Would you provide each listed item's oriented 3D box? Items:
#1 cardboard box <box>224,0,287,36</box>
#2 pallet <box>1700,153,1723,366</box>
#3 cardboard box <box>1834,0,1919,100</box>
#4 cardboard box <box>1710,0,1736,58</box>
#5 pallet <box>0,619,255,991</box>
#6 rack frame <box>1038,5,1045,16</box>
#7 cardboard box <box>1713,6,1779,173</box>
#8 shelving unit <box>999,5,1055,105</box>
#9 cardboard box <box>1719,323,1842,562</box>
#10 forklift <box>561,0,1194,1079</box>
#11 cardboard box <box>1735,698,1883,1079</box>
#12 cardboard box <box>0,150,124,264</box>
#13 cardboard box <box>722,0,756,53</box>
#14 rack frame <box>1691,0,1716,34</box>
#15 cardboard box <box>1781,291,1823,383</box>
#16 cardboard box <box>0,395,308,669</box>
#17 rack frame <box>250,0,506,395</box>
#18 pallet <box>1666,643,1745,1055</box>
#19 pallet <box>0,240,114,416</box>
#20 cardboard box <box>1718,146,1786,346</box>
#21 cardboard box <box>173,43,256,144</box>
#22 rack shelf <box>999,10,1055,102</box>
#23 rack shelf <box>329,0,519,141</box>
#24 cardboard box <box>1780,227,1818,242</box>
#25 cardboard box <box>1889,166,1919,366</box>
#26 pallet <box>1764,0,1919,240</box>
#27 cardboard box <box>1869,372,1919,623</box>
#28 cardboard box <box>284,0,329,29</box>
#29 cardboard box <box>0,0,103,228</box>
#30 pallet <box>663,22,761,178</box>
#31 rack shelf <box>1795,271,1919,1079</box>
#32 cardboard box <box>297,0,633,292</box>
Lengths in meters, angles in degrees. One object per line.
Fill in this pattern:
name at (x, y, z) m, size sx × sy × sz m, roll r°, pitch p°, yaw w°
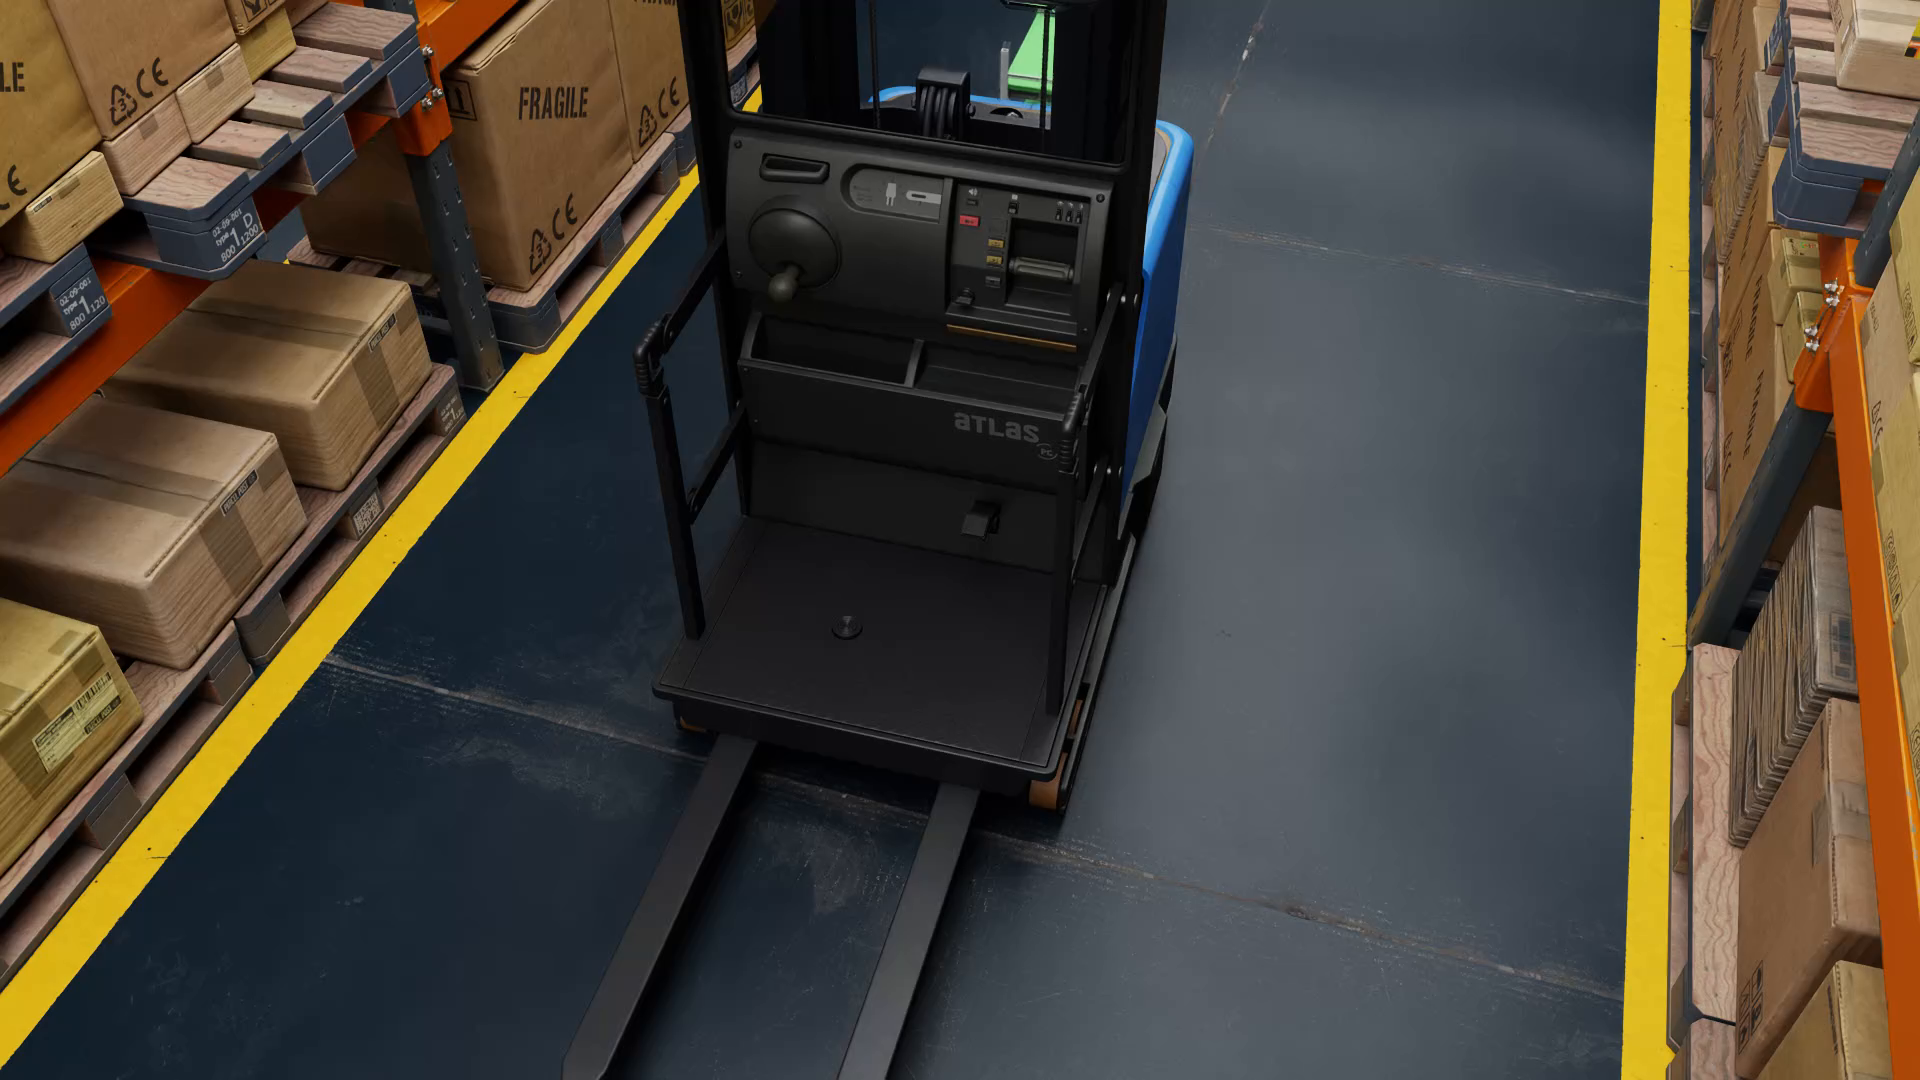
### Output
cardboard box at (-1.965, -1.653, 4.210) m, size 0.500 × 0.500 × 0.500 m, roll 11°, pitch 46°, yaw 11°
pallet at (3.273, -0.978, 6.098) m, size 1.003 × 0.211 × 1.213 m, roll 13°, pitch 46°, yaw 13°
cardboard box at (2.473, -1.254, 4.266) m, size 0.380 × 0.149 × 0.250 m, roll 13°, pitch 46°, yaw 13°
cardboard box at (3.490, -2.322, 6.965) m, size 0.500 × 0.500 × 0.500 m, roll 14°, pitch 46°, yaw 14°
pallet at (-2.701, 0.605, 4.481) m, size 1.003 × 0.211 × 1.213 m, roll 13°, pitch 46°, yaw 13°
rack frame at (0.374, -1.374, 5.796) m, size 0.240 × 1.200 × 0.015 m, roll 11°, pitch 45°, yaw 11°
cardboard box at (3.183, -1.633, 6.262) m, size 0.500 × 0.500 × 0.500 m, roll 11°, pitch 45°, yaw 11°
shelving unit at (0.309, -1.209, 5.628) m, size 0.258 × 1.200 × 0.503 m, roll 11°, pitch 45°, yaw 11°
cardboard box at (2.563, -0.258, 4.856) m, size 0.500 × 0.500 × 0.500 m, roll 14°, pitch 46°, yaw 14°
forklift at (-0.165, -0.628, 3.796) m, size 1.130 × 2.935 × 3.031 m, roll 11°, pitch 45°, yaw 11°
cardboard box at (2.248, 0.875, 3.609) m, size 0.875 × 0.625 × 0.625 m, roll 14°, pitch 46°, yaw 14°
cardboard box at (-2.167, -0.791, 3.793) m, size 0.380 × 0.149 × 0.250 m, roll 13°, pitch 46°, yaw 13°
cardboard box at (-1.258, -2.746, 7.130) m, size 0.875 × 0.875 × 0.875 m, roll 14°, pitch 46°, yaw 14°
rack frame at (3.851, -3.340, 6.519) m, size 1.000 × 3.000 × 0.127 m, roll 13°, pitch 46°, yaw 13°
cardboard box at (2.548, -0.545, 4.686) m, size 0.380 × 0.149 × 0.250 m, roll 10°, pitch 45°, yaw 11°
cardboard box at (-2.488, -0.066, 4.751) m, size 0.950 × 0.372 × 0.625 m, roll 12°, pitch 46°, yaw 12°
rack frame at (-2.092, -1.723, 4.866) m, size 1.000 × 3.000 × 0.127 m, roll 13°, pitch 46°, yaw 13°
pallet at (2.353, 0.863, 4.217) m, size 1.003 × 0.211 × 1.213 m, roll 13°, pitch 46°, yaw 13°
pallet at (-2.652, -0.326, 3.576) m, size 1.003 × 0.211 × 1.213 m, roll 13°, pitch 46°, yaw 13°
cardboard box at (2.881, -0.939, 5.552) m, size 0.500 × 0.500 × 0.500 m, roll 14°, pitch 46°, yaw 14°
cardboard box at (-2.013, -1.143, 4.153) m, size 0.380 × 0.149 × 0.250 m, roll 12°, pitch 46°, yaw 12°
rack shelf at (0.309, -1.507, 5.337) m, size 0.258 × 0.148 × 0.480 m, roll 11°, pitch 45°, yaw 11°
rack shelf at (-1.486, -2.799, 6.480) m, size 1.077 × 0.370 × 4.000 m, roll 13°, pitch 46°, yaw 13°
cardboard box at (2.723, -0.900, 5.048) m, size 0.380 × 0.149 × 0.250 m, roll 11°, pitch 45°, yaw 11°
cardboard box at (2.249, -0.560, 3.428) m, size 0.500 × 0.250 × 0.500 m, roll 12°, pitch 46°, yaw 12°
pallet at (2.778, -1.072, 4.338) m, size 1.213 × 0.211 × 1.003 m, roll 13°, pitch 46°, yaw 13°
cardboard box at (2.116, -0.042, 3.256) m, size 0.500 × 0.250 × 0.500 m, roll 12°, pitch 46°, yaw 12°
cardboard box at (-1.967, -1.515, 4.533) m, size 0.380 × 0.149 × 0.250 m, roll 14°, pitch 46°, yaw 14°
cardboard box at (-2.262, -0.970, 3.512) m, size 0.500 × 0.500 × 0.500 m, roll 10°, pitch 45°, yaw 10°
pallet at (-1.410, -2.046, 7.190) m, size 1.003 × 0.211 × 1.213 m, roll 13°, pitch 46°, yaw 13°
rack shelf at (2.034, 0.916, 2.683) m, size 1.077 × 0.370 × 4.000 m, roll 13°, pitch 46°, yaw 13°
cardboard box at (-1.803, -1.556, 5.915) m, size 0.875 × 0.875 × 0.875 m, roll 12°, pitch 46°, yaw 12°
